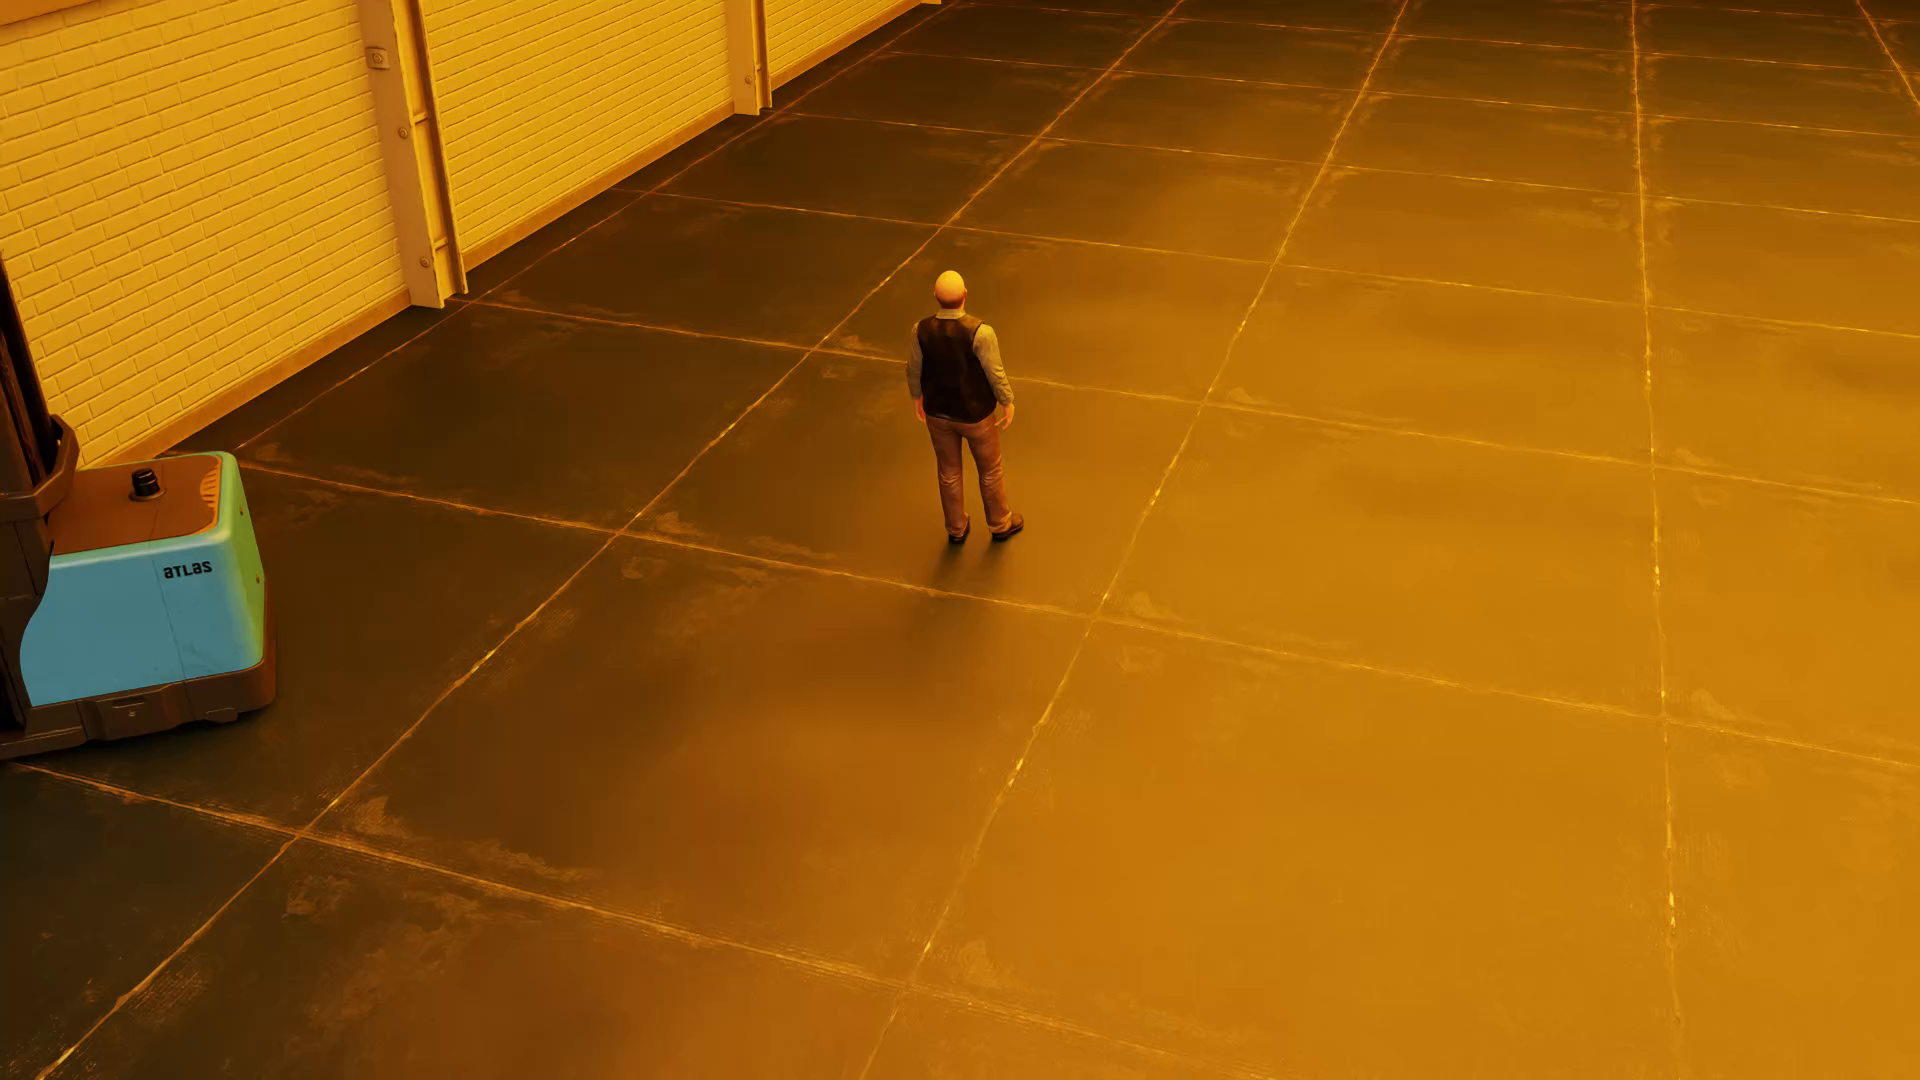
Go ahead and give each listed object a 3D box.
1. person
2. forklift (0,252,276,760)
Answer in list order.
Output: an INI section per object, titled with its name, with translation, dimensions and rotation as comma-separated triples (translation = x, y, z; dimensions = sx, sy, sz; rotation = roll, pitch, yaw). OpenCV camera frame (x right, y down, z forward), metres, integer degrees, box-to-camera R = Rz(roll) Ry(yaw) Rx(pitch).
[person]
translation = 0.027, -0.783, 9.716
dimensions = 0.634, 1.722, 0.566
rotation = 10, 31, 16
[forklift]
translation = -5.090, -0.359, 7.767
dimensions = 3.031, 2.935, 1.130
rotation = -10, 31, -17
